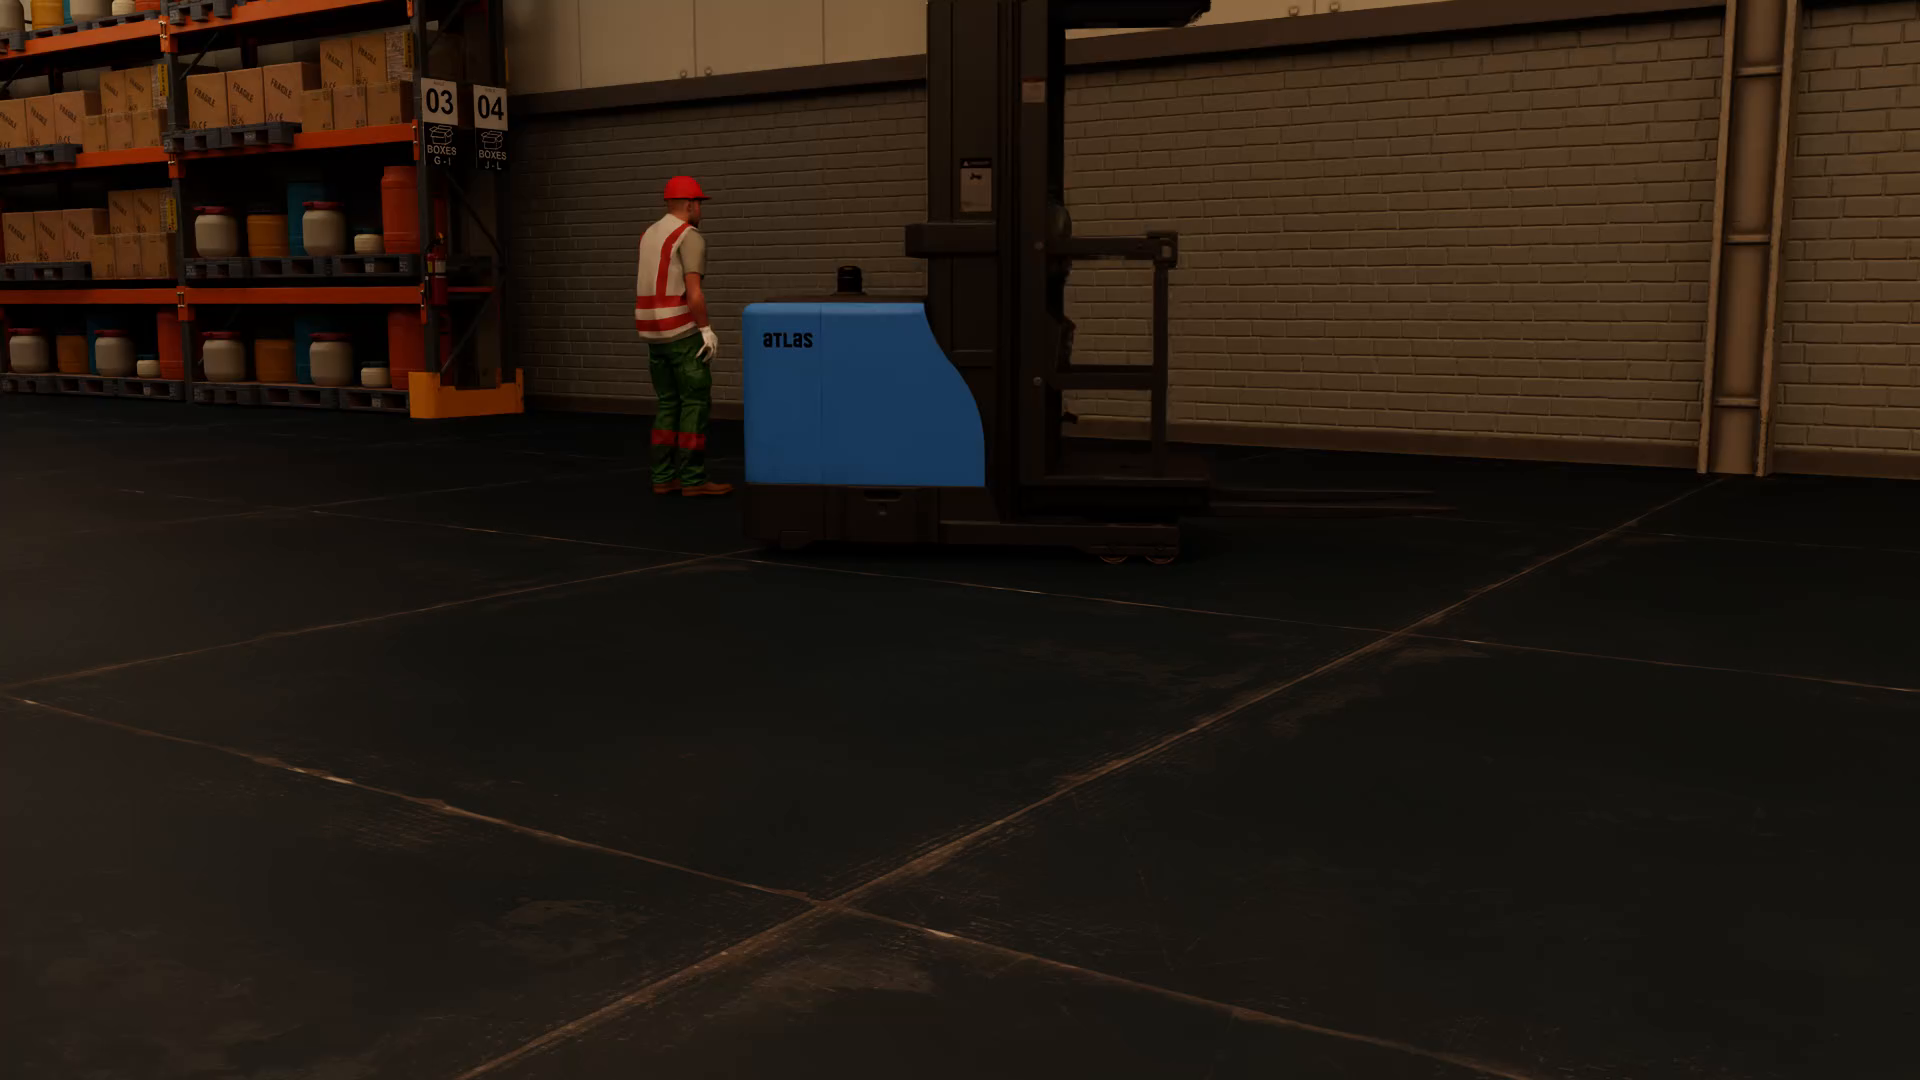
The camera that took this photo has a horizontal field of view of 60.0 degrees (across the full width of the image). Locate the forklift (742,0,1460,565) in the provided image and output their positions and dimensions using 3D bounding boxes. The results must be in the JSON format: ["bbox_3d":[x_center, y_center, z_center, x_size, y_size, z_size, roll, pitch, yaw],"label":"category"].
[{"bbox_3d":[0.617,-1.429,7.241,3.031,2.935,1.130,1,8,7],"label":"forklift"}]

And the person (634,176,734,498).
[{"bbox_3d":[-1.569,-1.141,9.328,0.451,1.777,0.618,-7,11,-43],"label":"person"}]
